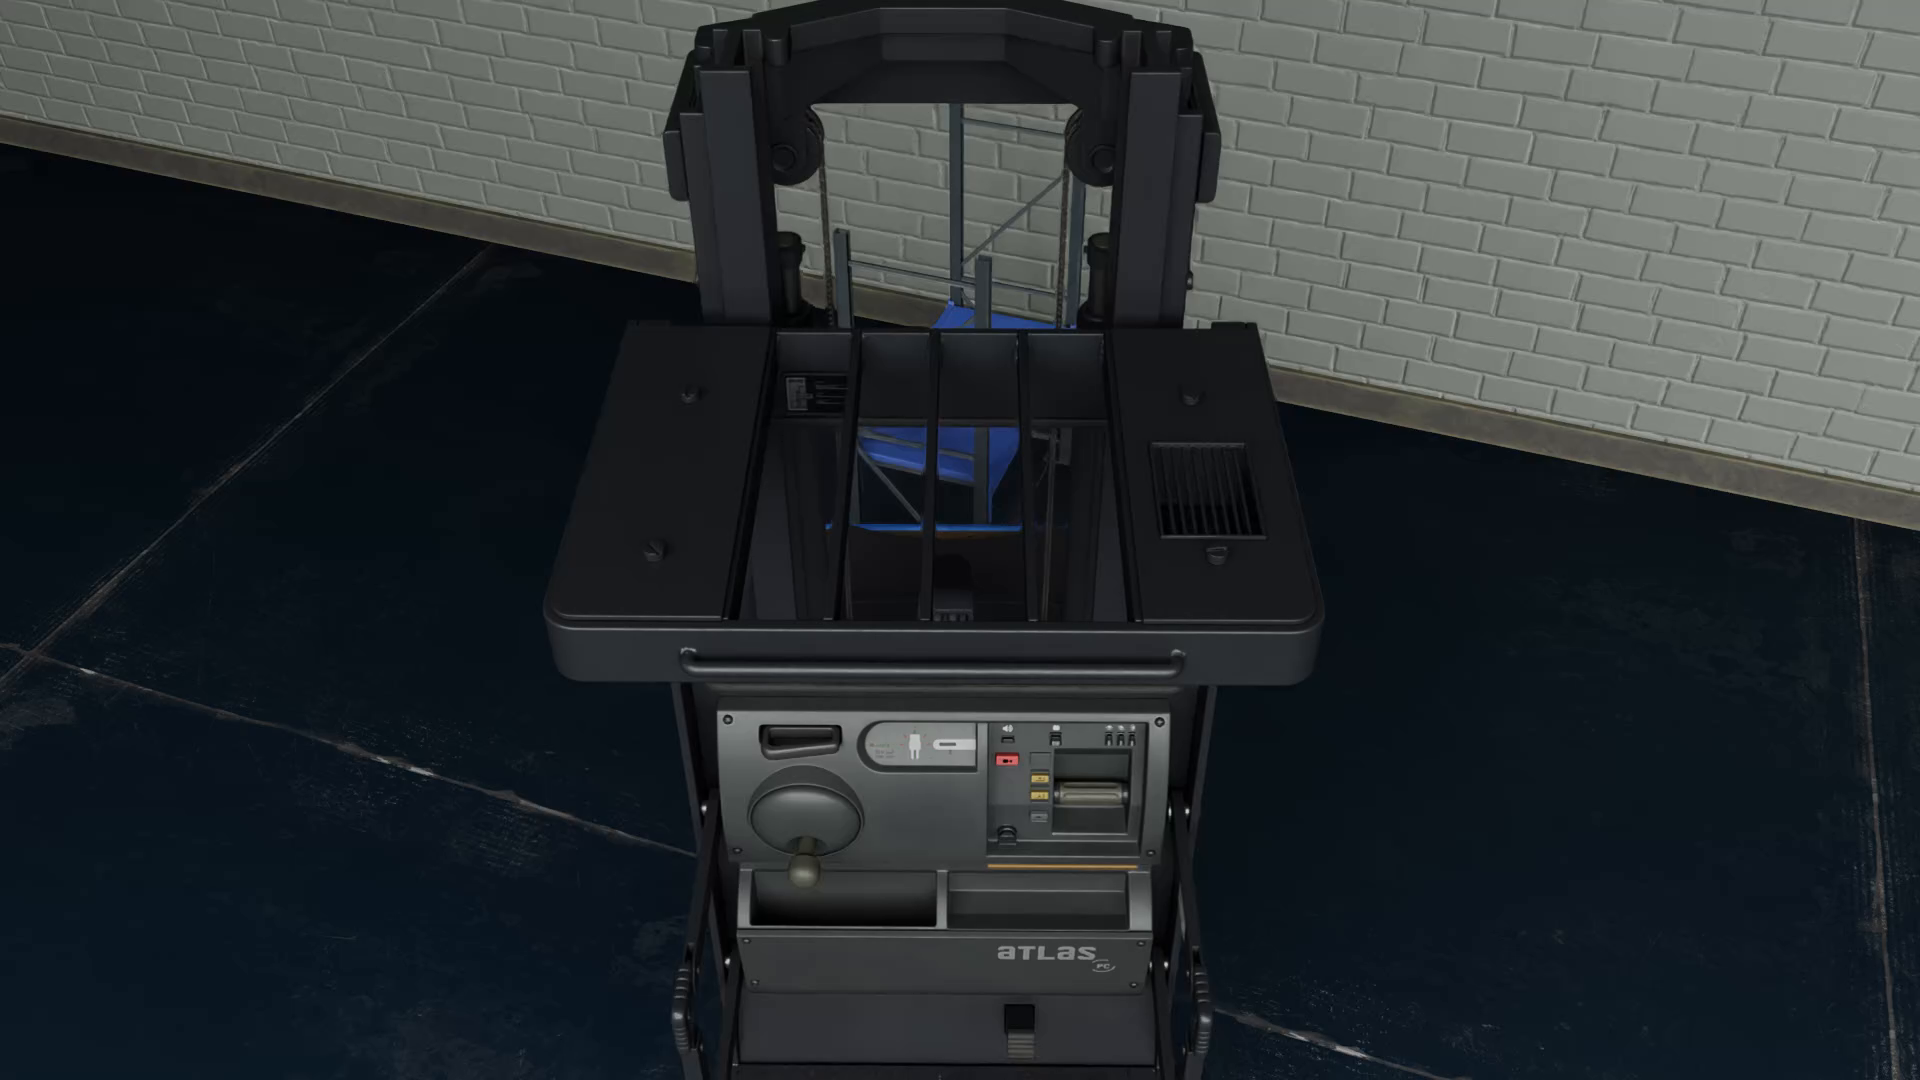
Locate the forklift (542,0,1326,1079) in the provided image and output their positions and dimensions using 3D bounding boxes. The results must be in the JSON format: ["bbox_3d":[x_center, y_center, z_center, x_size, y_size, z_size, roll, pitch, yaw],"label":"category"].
[{"bbox_3d":[-0.033,0.603,3.285,1.130,2.935,3.031,0,40,0],"label":"forklift"}]

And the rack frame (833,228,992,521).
[{"bbox_3d":[-0.145,-0.313,5.461,0.500,1.500,0.032,13,42,15],"label":"rack frame"}]

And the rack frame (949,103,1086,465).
[{"bbox_3d":[0.203,-0.933,6.188,0.500,1.500,0.032,13,42,15],"label":"rack frame"}]

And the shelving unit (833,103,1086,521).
[{"bbox_3d":[0.029,-0.623,5.824,0.538,1.500,1.048,13,42,15],"label":"shelving unit"}]

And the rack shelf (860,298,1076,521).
[{"bbox_3d":[0.029,-0.486,5.941,0.538,0.185,1.000,13,42,15],"label":"rack shelf"}]
